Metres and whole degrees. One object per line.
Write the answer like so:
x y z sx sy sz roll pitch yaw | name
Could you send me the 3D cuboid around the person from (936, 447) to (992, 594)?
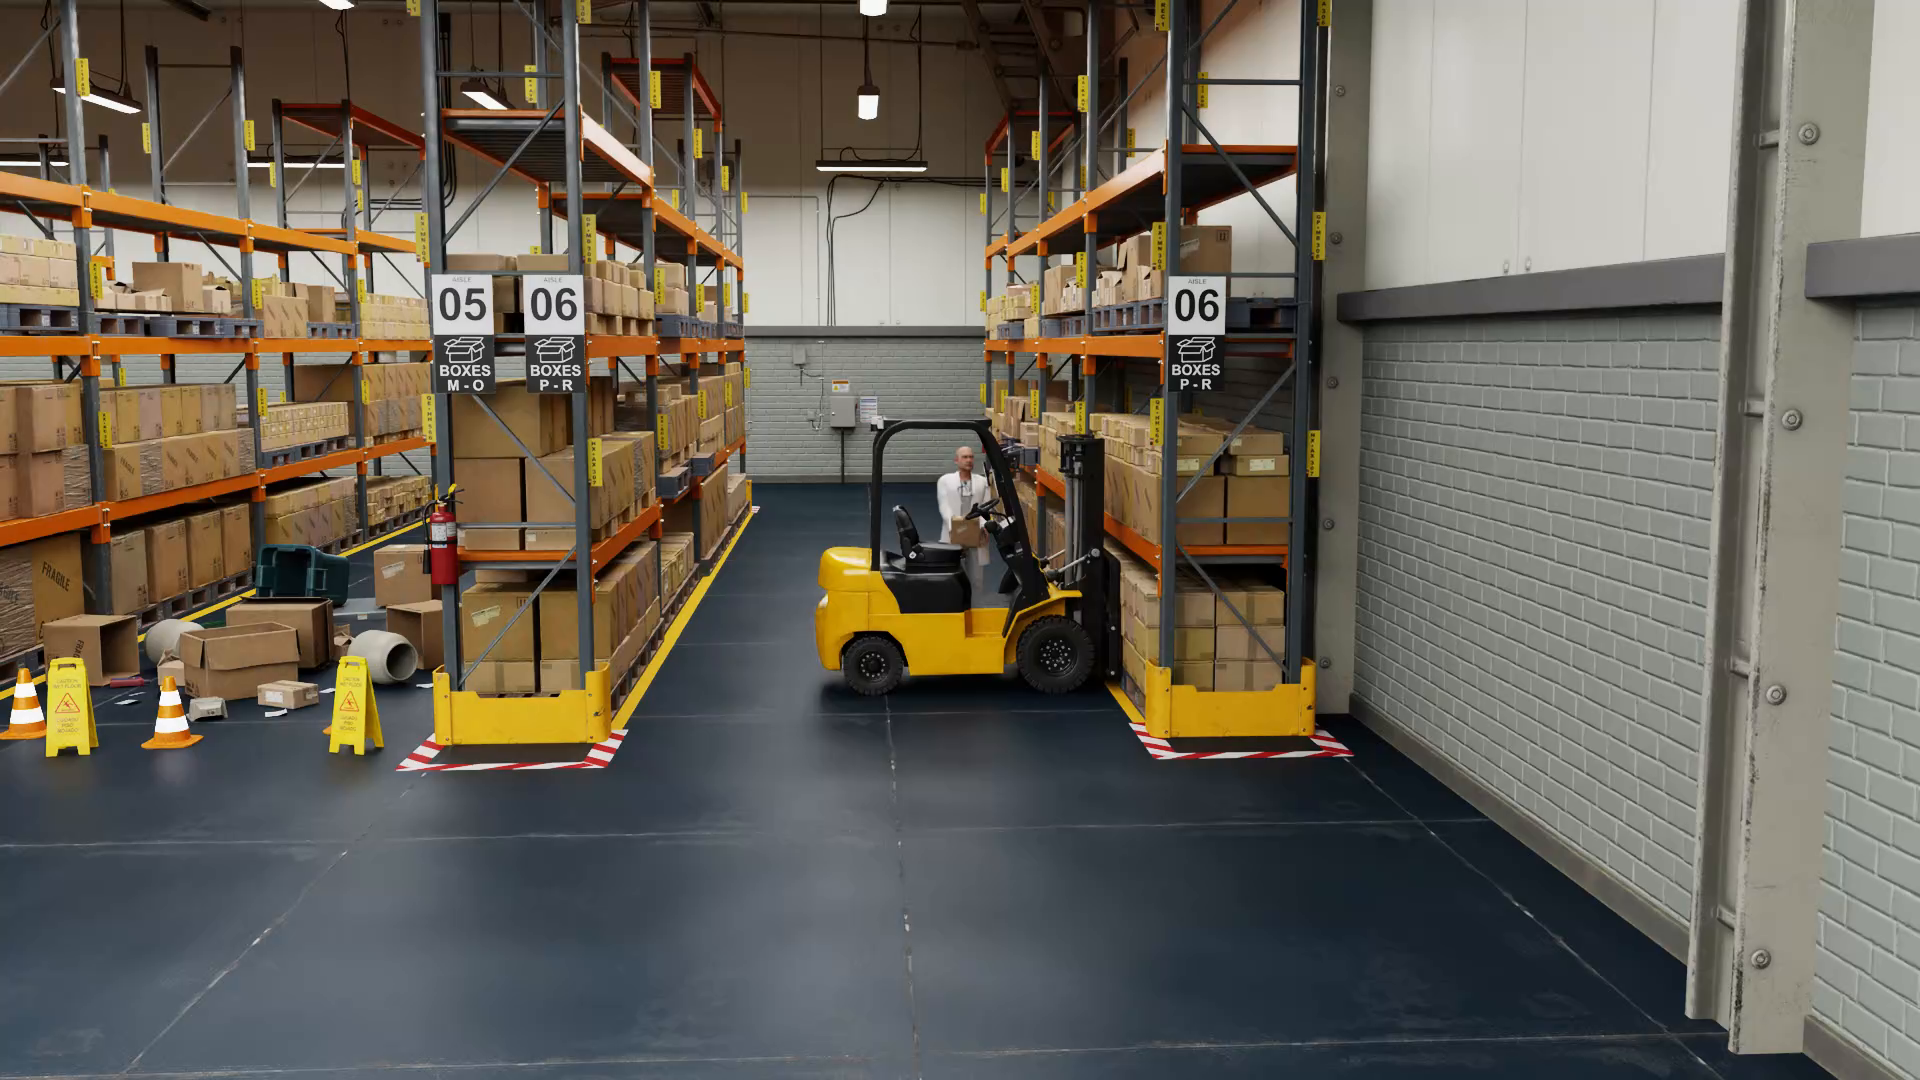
0.063 0.026 15.567 0.543 1.779 0.550 -2 7 -16 | person
